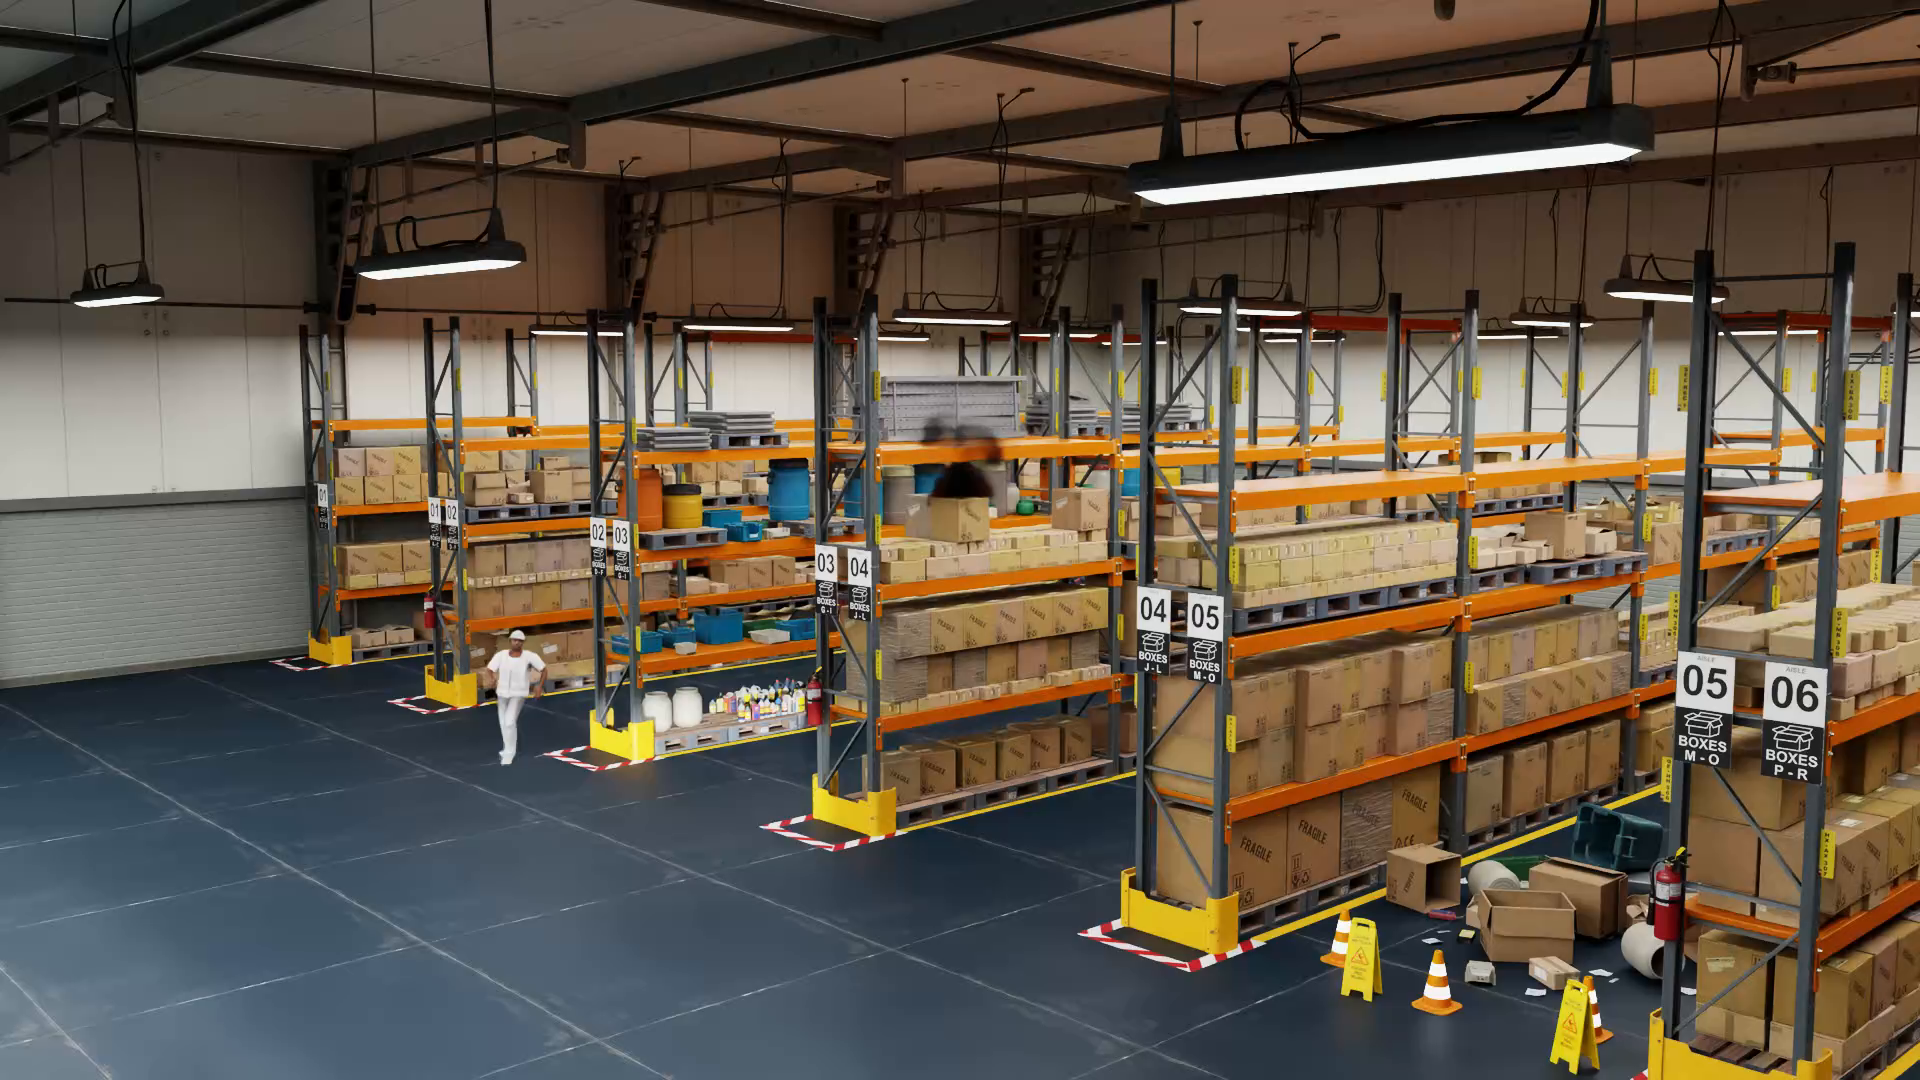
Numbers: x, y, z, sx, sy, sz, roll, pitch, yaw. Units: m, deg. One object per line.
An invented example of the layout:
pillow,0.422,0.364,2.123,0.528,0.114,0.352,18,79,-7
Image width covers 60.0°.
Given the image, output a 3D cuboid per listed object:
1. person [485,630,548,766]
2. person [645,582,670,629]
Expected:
person,-5.912,2.084,22.048,0.769,1.789,0.671,1,6,6
person,-5.600,1.223,30.278,0.855,1.833,0.607,-5,8,-41
